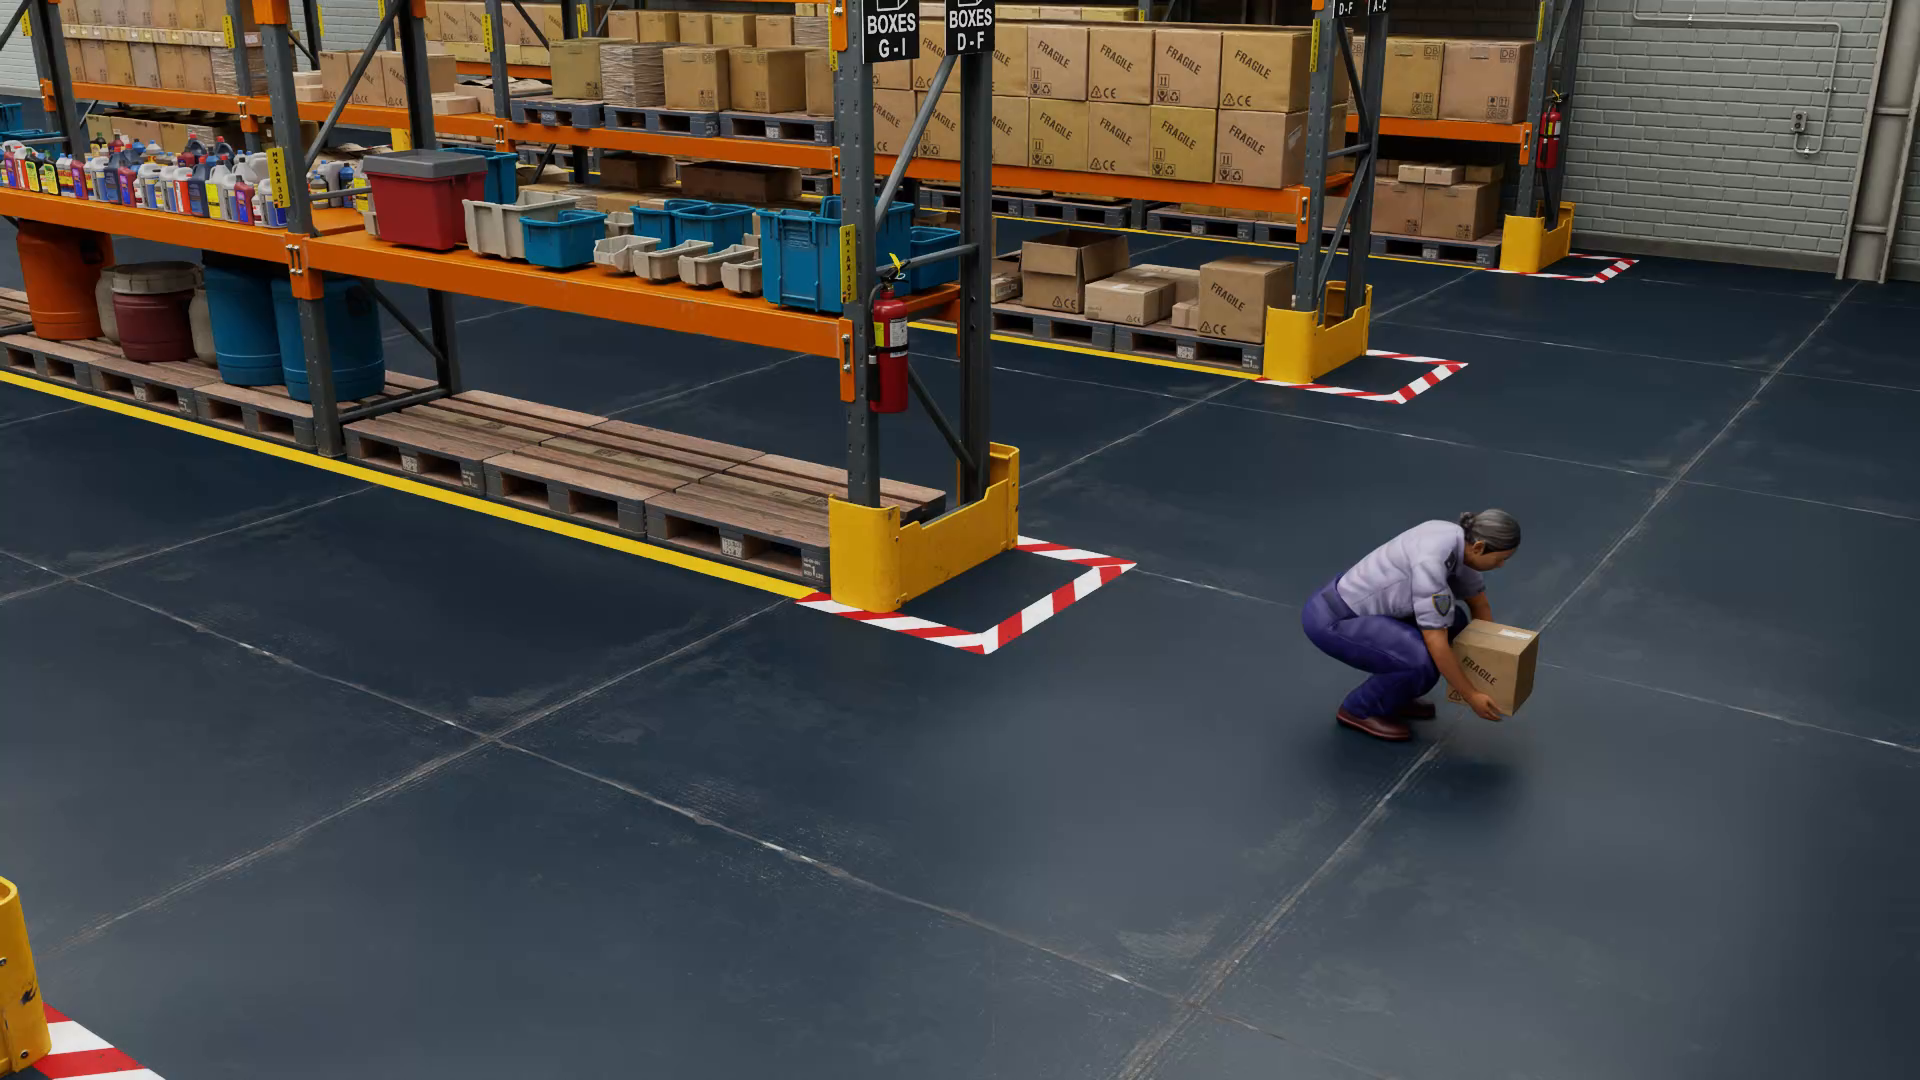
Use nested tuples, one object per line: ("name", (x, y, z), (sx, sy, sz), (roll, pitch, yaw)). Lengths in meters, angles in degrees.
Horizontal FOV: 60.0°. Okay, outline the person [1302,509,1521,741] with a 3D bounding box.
("person", (1.747, 0.286, 6.385), (0.810, 0.923, 0.532), (14, 24, 33))
